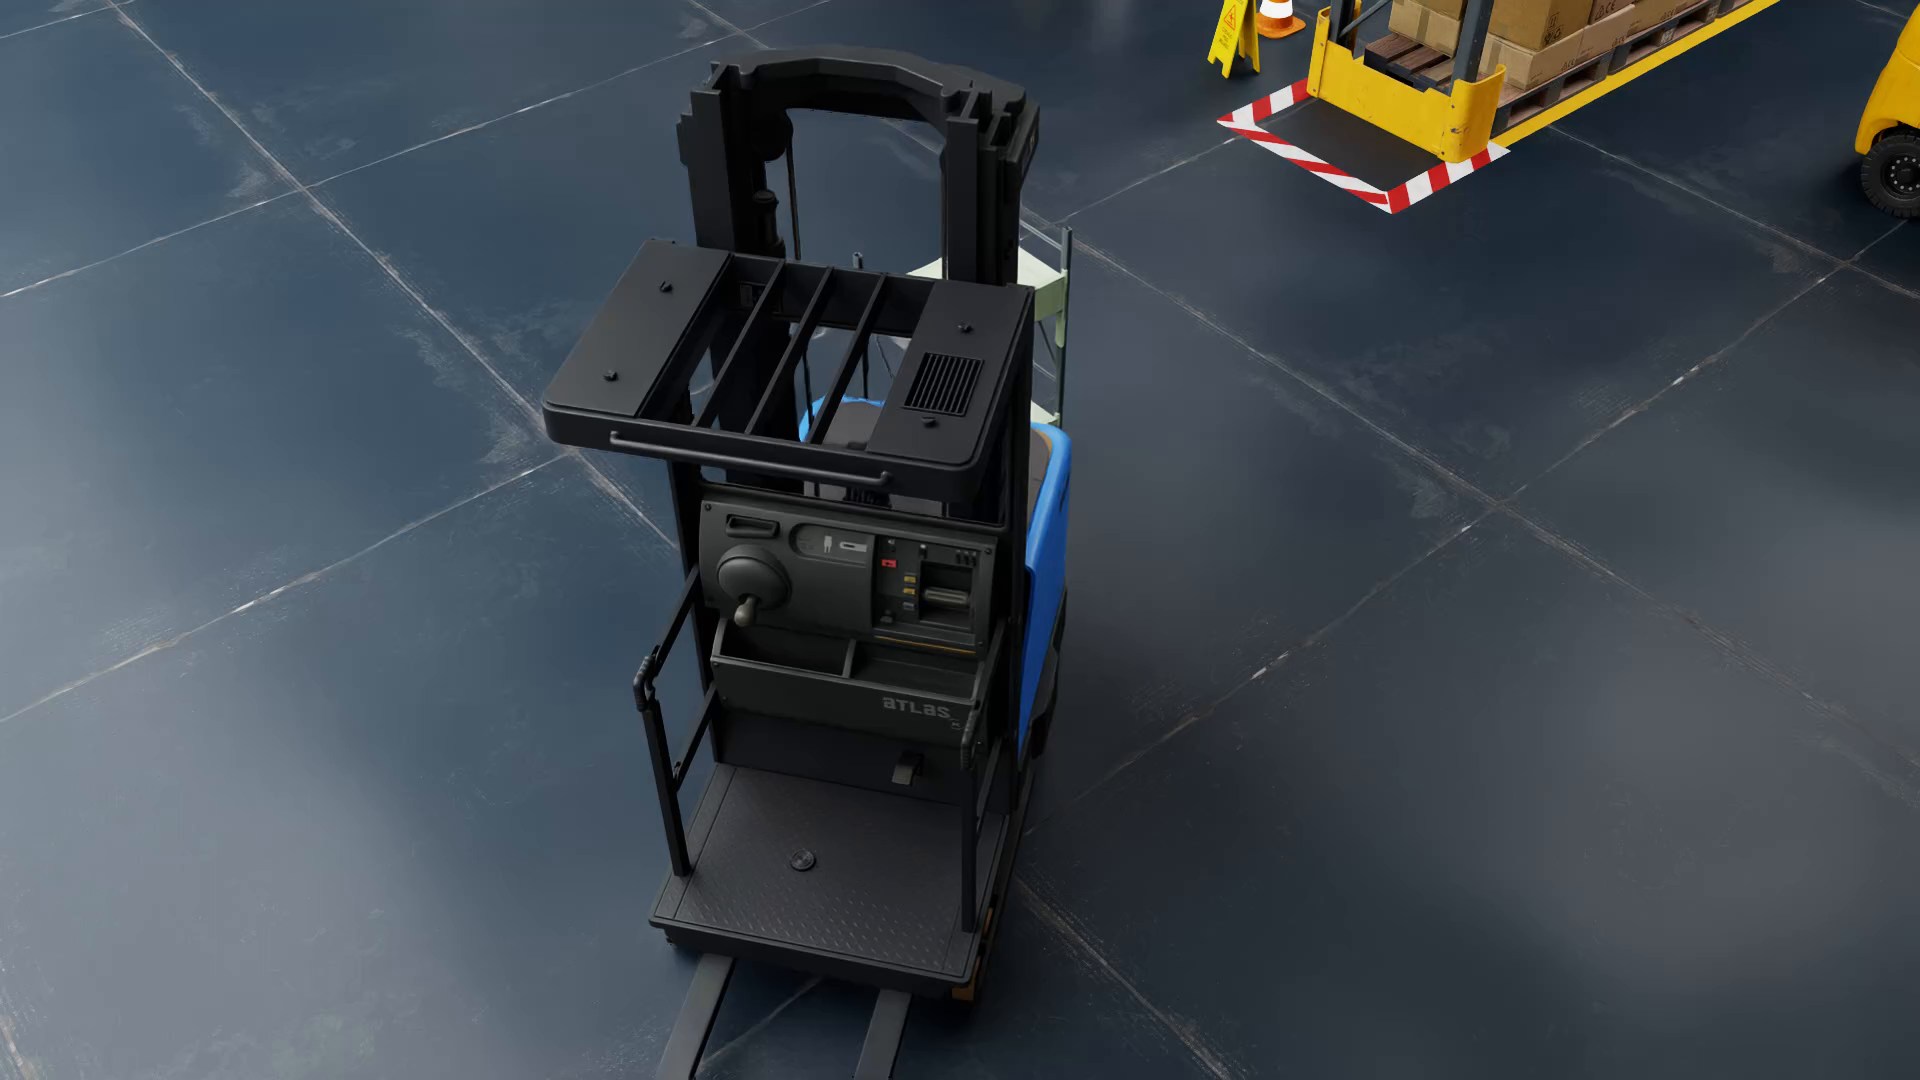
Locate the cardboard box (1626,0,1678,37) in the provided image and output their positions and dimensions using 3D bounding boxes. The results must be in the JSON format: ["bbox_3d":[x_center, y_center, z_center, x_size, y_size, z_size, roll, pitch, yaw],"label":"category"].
[{"bbox_3d":[4.160,-3.430,10.466,0.500,0.250,0.500,-26,49,-25],"label":"cardboard box"}]

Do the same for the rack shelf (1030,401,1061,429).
[{"bbox_3d":[0.014,-0.350,7.057,0.720,0.370,0.431,-29,51,-28],"label":"rack shelf"}]

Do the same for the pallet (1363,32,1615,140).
[{"bbox_3d":[3.262,-2.959,10.300,1.213,0.211,1.003,-30,51,-28],"label":"pallet"}]

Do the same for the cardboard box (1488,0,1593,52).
[{"bbox_3d":[3.371,-3.248,9.724,0.500,0.500,0.500,-32,52,-29],"label":"cardboard box"}]

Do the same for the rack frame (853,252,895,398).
[{"bbox_3d":[-0.269,-0.429,6.665,0.023,1.500,0.400,-29,51,-28],"label":"rack frame"}]

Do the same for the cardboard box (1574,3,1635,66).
[{"bbox_3d":[3.750,-3.184,10.204,0.500,0.250,0.500,-28,50,-27],"label":"cardboard box"}]

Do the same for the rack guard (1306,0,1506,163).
[{"bbox_3d":[2.616,-2.726,9.841,0.348,0.500,1.175,-30,51,-28],"label":"rack guard"}]

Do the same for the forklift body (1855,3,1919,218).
[{"bbox_3d":[6.029,-2.480,8.373,1.214,2.155,2.313,-30,51,-28],"label":"forklift body"}]

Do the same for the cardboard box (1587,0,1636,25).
[{"bbox_3d":[3.770,-3.479,9.971,0.500,0.500,0.500,-32,52,-29],"label":"cardboard box"}]

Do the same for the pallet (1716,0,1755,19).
[{"bbox_3d":[5.133,-4.030,11.441,1.213,0.211,1.003,-30,51,-28],"label":"pallet"}]

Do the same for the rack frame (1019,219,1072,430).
[{"bbox_3d":[0.297,-0.747,7.003,0.023,1.500,0.400,-29,51,-28],"label":"rack frame"}]

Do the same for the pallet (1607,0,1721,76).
[{"bbox_3d":[4.197,-3.492,10.867,1.213,0.211,1.003,-30,51,-28],"label":"pallet"}]

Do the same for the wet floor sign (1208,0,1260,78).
[{"bbox_3d":[1.725,-3.224,10.265,0.232,0.644,0.267,-14,45,-14],"label":"wet floor sign"}]

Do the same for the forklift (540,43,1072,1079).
[{"bbox_3d":[-0.396,0.202,4.948,1.130,2.935,3.031,9,44,9],"label":"forklift"}]

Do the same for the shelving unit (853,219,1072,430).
[{"bbox_3d":[0.014,-0.588,6.834,0.755,1.500,0.431,-29,51,-28],"label":"shelving unit"}]

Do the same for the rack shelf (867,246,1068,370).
[{"bbox_3d":[0.014,-0.872,6.567,0.720,0.370,0.431,-29,51,-28],"label":"rack shelf"}]

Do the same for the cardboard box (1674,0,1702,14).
[{"bbox_3d":[4.549,-3.650,10.701,0.500,0.250,0.500,-29,50,-27],"label":"cardboard box"}]

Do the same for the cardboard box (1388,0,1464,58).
[{"bbox_3d":[3.023,-3.261,10.287,0.500,0.250,0.500,-30,51,-28],"label":"cardboard box"}]

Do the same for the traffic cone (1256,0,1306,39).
[{"bbox_3d":[2.060,-3.545,10.740,0.334,0.463,0.336,-30,51,-28],"label":"traffic cone"}]

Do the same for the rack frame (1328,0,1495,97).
[{"bbox_3d":[2.557,-3.604,8.949,0.127,3.000,1.000,-30,51,-28],"label":"rack frame"}]

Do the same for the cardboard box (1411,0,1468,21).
[{"bbox_3d":[3.005,-3.517,10.011,0.500,0.500,0.500,-29,51,-28],"label":"cardboard box"}]

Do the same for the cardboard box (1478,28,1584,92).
[{"bbox_3d":[3.354,-2.963,9.970,0.500,0.250,0.500,-30,51,-28],"label":"cardboard box"}]
